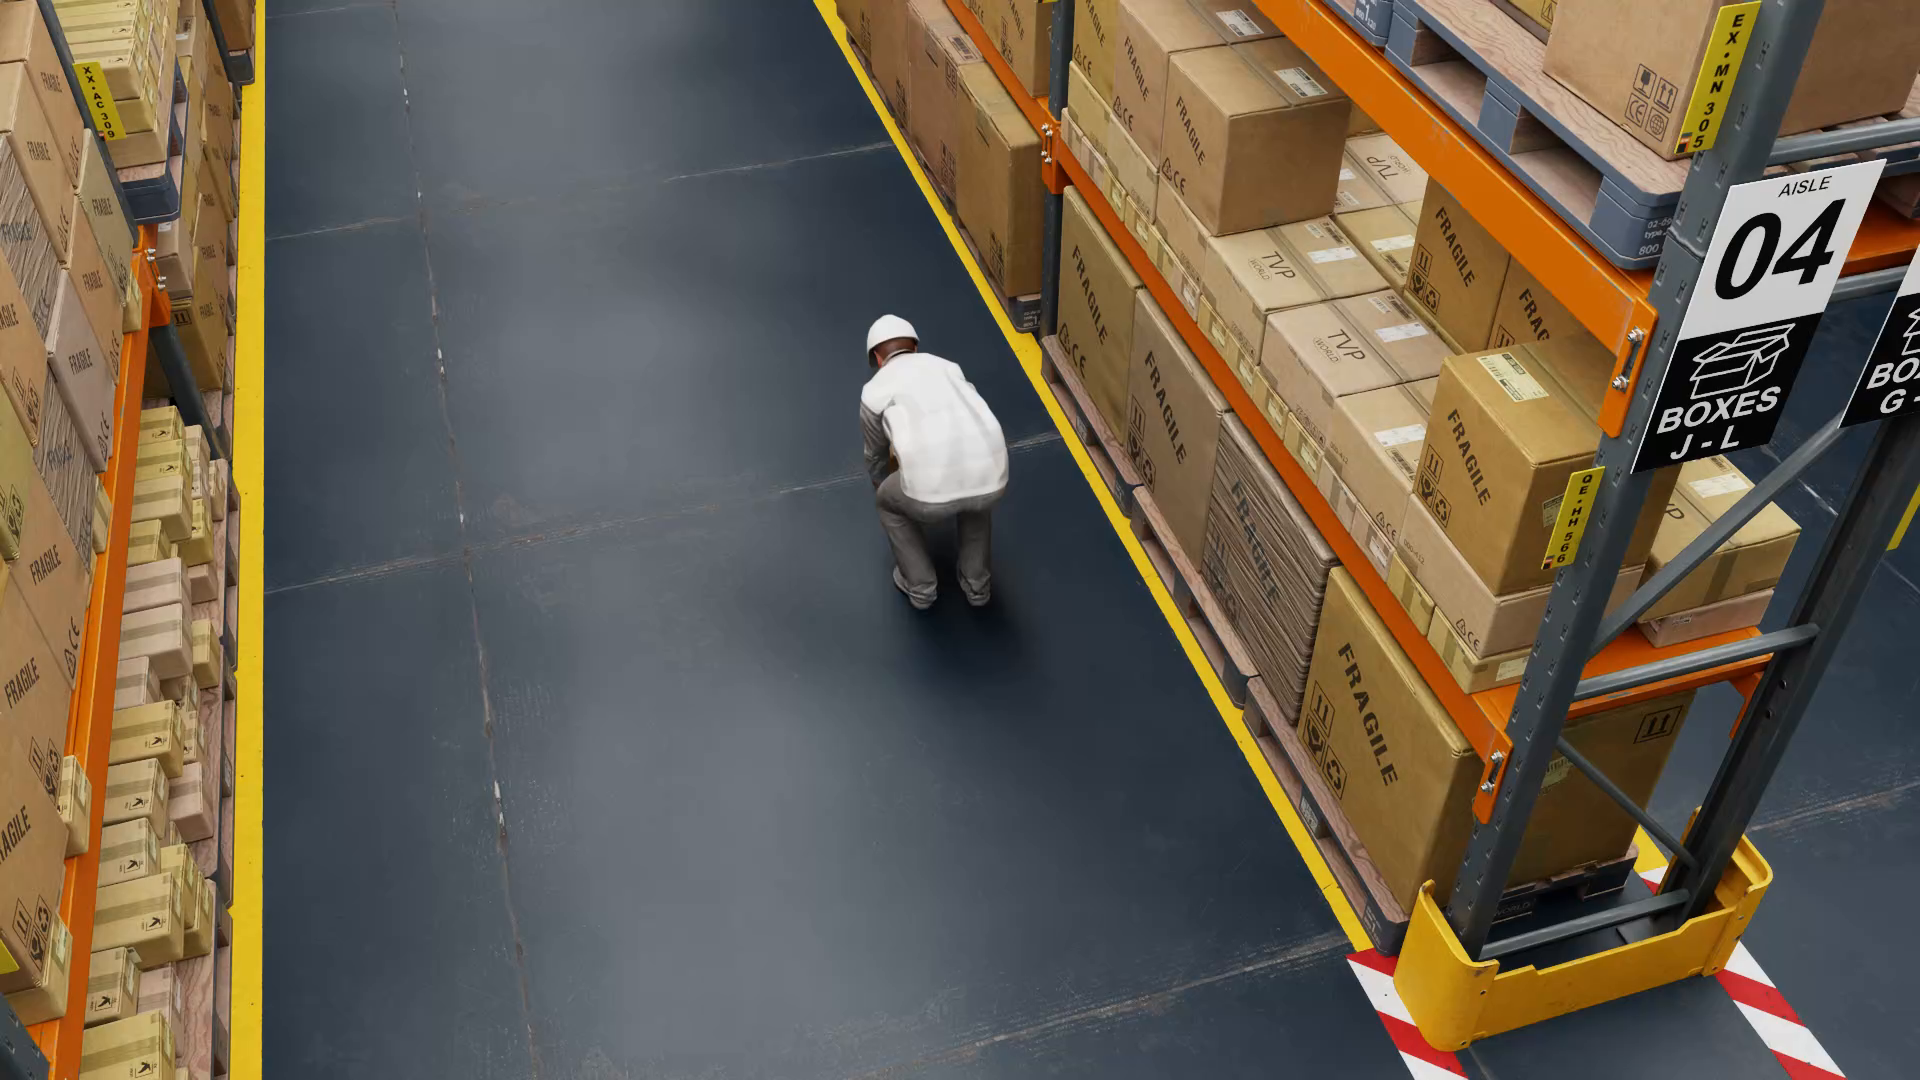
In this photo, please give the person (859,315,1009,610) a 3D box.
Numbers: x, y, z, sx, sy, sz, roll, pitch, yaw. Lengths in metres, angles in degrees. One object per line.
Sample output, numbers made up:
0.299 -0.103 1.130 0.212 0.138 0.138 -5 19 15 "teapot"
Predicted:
-0.135 -0.287 6.998 0.495 1.054 0.997 -14 44 -15 "person"
